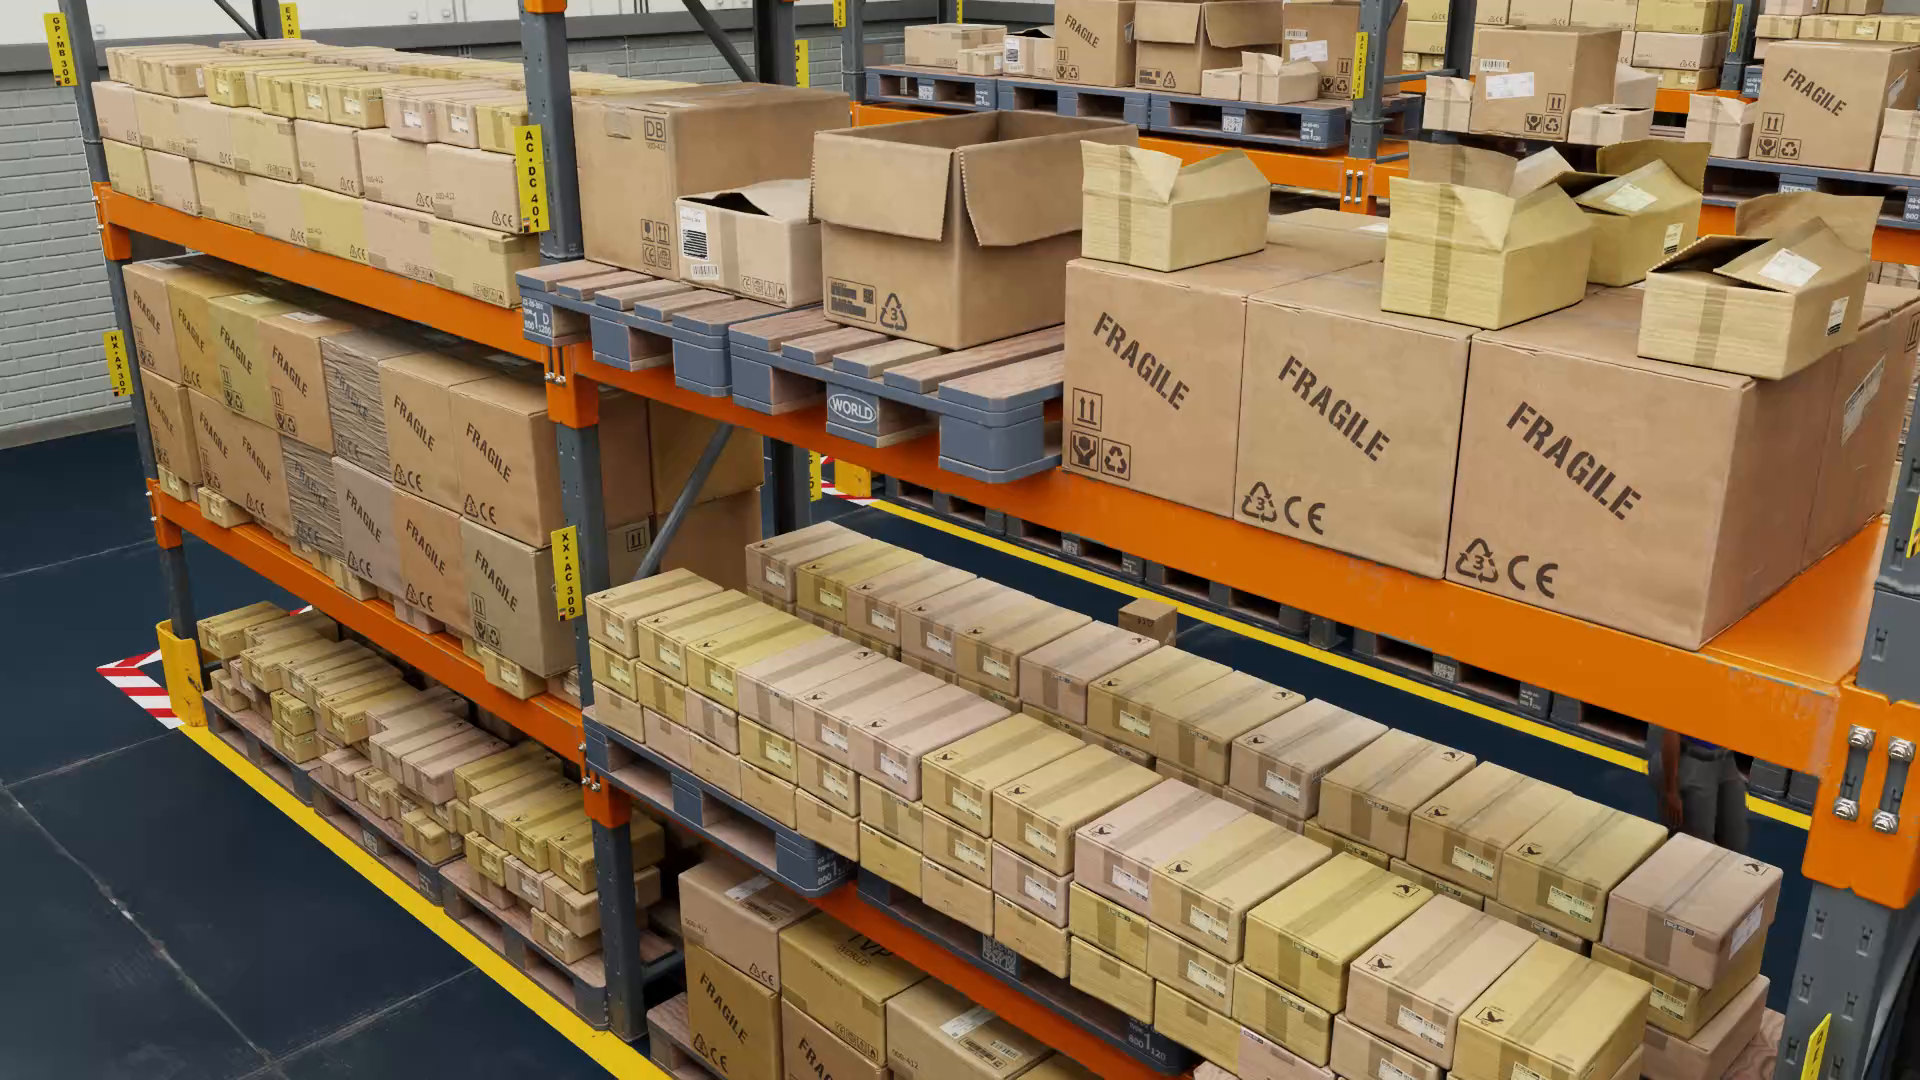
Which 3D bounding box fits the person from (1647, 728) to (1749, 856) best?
[{"bbox_3d":[2.907,0.907,6.634,0.446,1.642,0.566,-16,26,-36],"label":"person"}]
